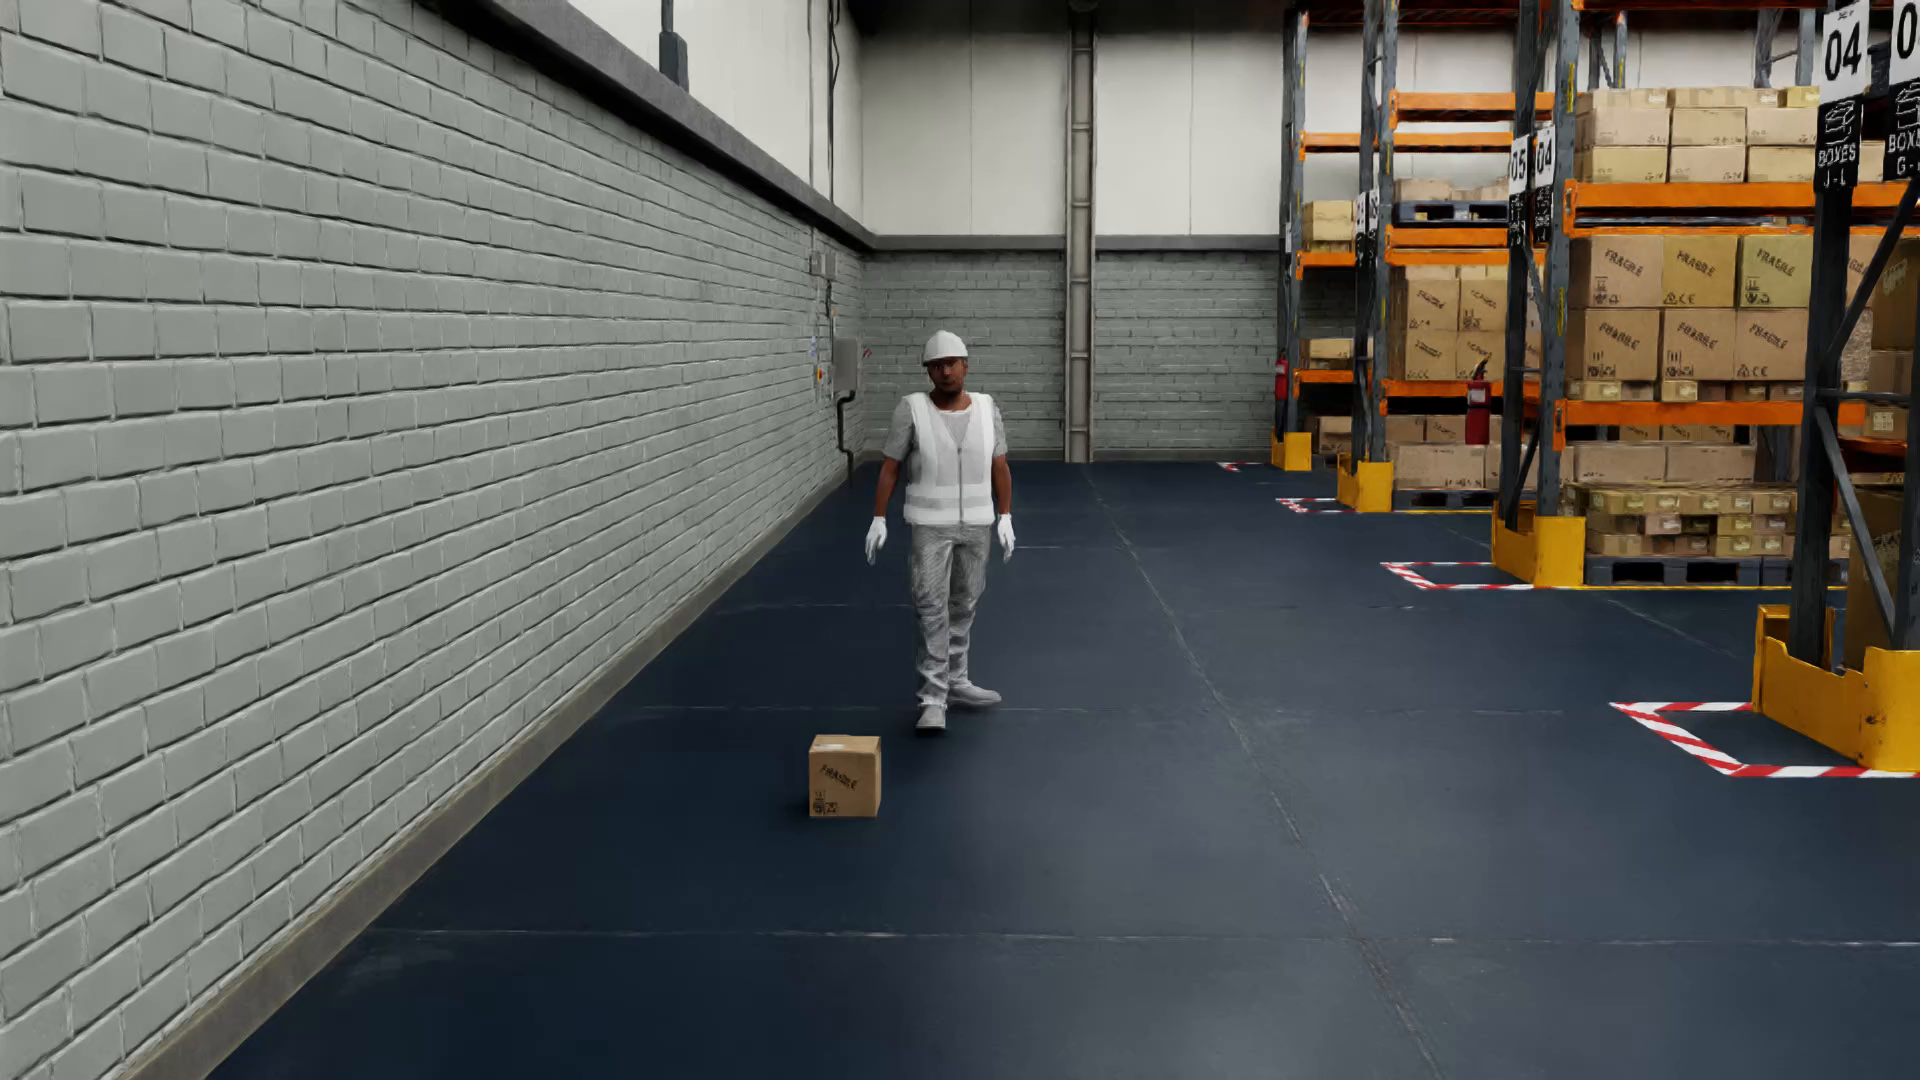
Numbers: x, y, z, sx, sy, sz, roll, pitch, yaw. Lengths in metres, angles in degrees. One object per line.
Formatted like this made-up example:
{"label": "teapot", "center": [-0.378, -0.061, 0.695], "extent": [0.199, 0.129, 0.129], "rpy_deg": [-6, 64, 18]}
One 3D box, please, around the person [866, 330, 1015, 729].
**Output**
{"label": "person", "center": [-0.076, -0.054, 7.564], "extent": [0.704, 1.786, 0.643], "rpy_deg": [-3, 8, -22]}
